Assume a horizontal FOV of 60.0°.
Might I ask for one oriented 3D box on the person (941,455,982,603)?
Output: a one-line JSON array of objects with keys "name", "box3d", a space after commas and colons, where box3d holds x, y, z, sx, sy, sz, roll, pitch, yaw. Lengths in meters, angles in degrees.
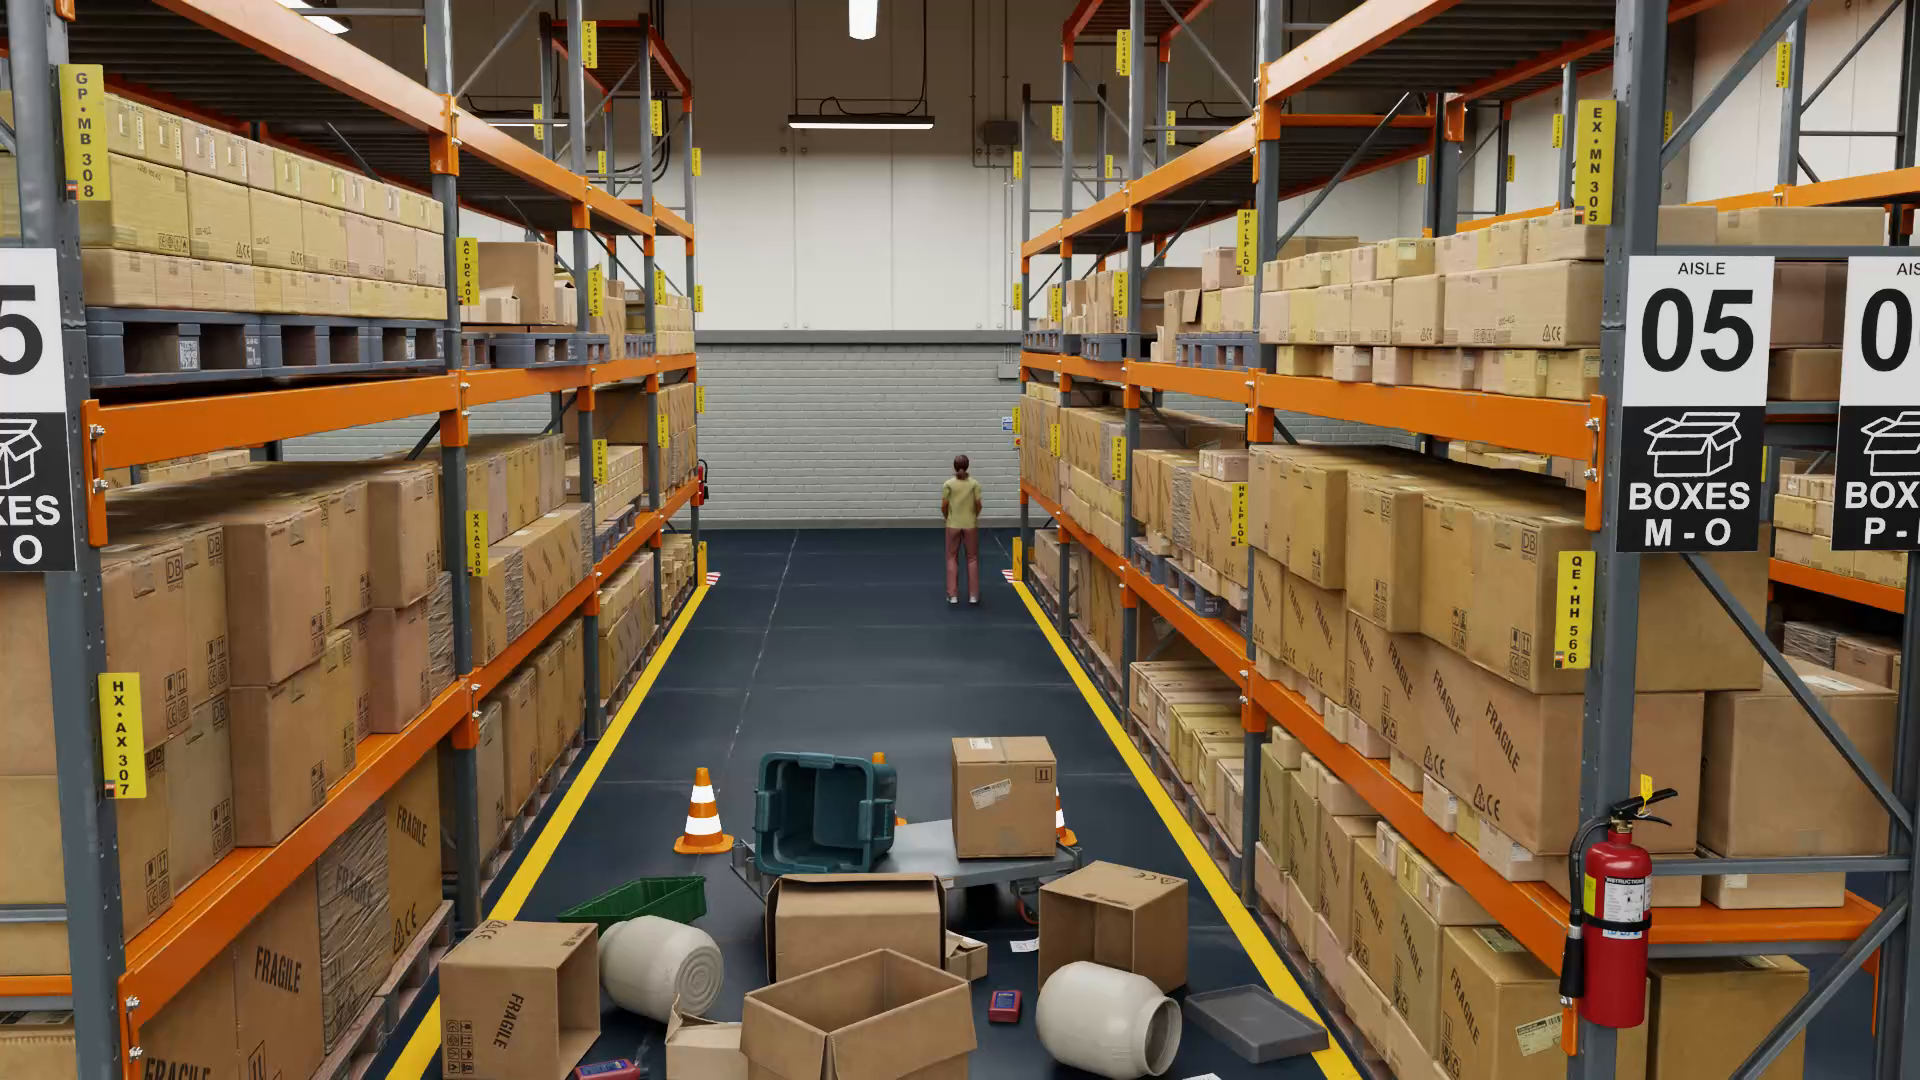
[{"name": "person", "box3d": [0.014, -0.131, 18.818, 0.468, 1.675, 0.435, 0, 7, -3]}]
